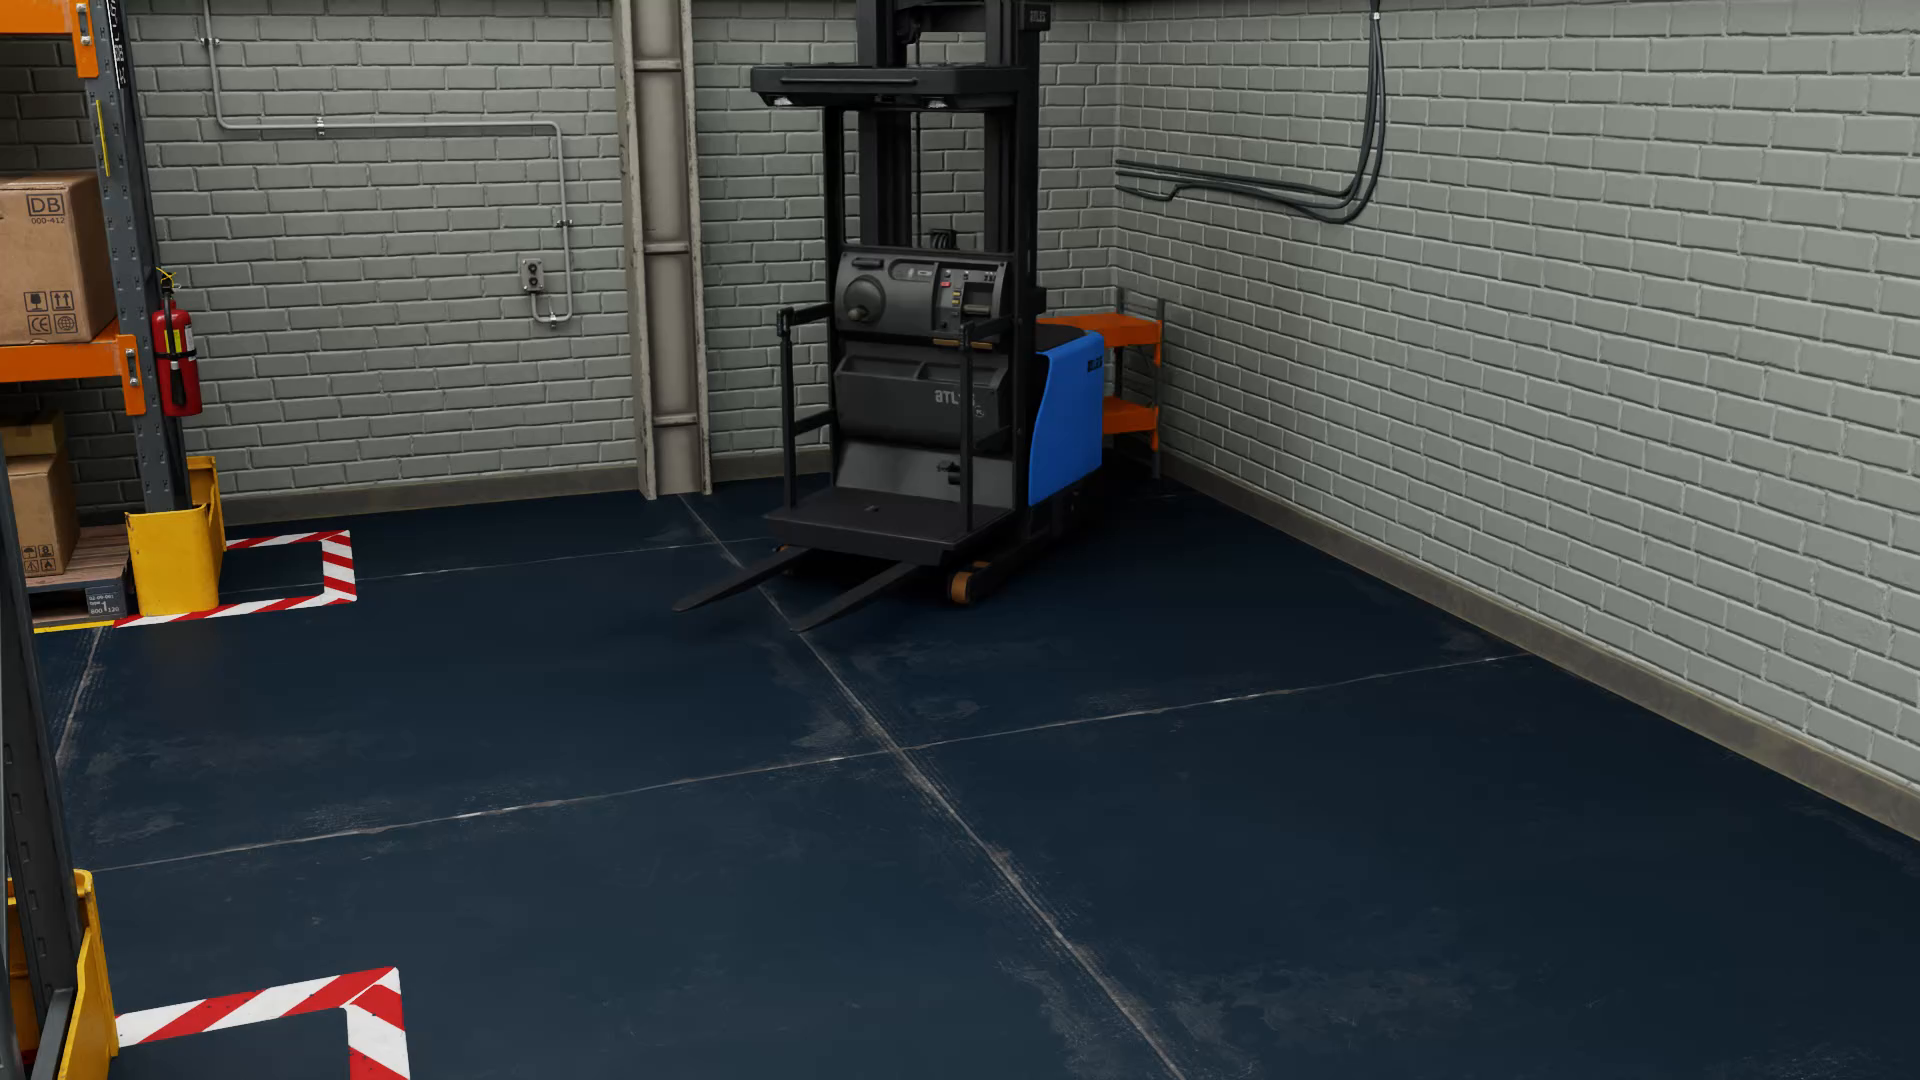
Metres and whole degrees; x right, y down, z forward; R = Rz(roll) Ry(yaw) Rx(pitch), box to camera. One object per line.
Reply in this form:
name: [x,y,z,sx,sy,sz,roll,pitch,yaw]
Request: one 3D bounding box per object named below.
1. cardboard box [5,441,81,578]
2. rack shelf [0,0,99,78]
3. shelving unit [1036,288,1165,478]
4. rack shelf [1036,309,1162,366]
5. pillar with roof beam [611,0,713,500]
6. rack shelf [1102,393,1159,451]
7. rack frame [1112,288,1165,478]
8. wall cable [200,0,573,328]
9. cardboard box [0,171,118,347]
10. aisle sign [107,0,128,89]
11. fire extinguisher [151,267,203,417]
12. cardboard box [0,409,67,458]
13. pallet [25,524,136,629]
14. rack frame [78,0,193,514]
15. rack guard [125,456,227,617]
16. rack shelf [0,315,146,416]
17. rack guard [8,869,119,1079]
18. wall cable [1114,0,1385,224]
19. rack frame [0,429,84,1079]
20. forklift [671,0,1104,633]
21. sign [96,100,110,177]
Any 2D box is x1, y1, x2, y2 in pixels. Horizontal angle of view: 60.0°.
cardboard box: [-4.562,-0.144,7.955,0.500,0.500,0.700,-6,17,-20]
rack shelf: [-5.811,-2.131,6.984,4.000,0.370,1.077,-6,17,-20]
shelving unit: [0.669,-0.924,10.248,1.048,1.125,0.538,-8,18,-26]
rack shelf: [0.669,-1.205,10.166,1.000,0.278,0.538,-8,18,-26]
pillar with roof beam: [-0.192,-3.484,4.992,0.400,9.000,9.100,-6,17,-20]
rack shelf: [0.669,-0.689,10.317,1.000,0.278,0.538,-8,18,-26]
rack frame: [1.121,-0.989,10.471,0.032,1.125,0.500,-8,18,-26]
wall cable: [-3.087,-2.104,9.136,1.851,1.984,0.084,-6,17,-20]
cardboard box: [-4.417,-1.328,7.766,0.700,0.700,0.980,-5,17,-18]
aisle sign: [-3.769,-2.414,7.382,0.004,0.787,0.394,-6,17,-20]
fire extinguisher: [-3.638,-0.916,7.694,0.183,0.674,0.296,-6,17,-20]
cardboard box: [-4.517,-0.520,8.086,0.250,0.149,0.380,-6,17,-20]
pallet: [-4.662,0.201,8.040,1.213,0.211,1.003,-6,17,-20]
rack frame: [-3.944,-1.239,7.992,0.127,3.000,1.000,-6,17,-20]
rack guard: [-3.921,-0.042,8.352,0.348,0.500,1.175,-6,17,-20]
rack shelf: [-5.811,-0.692,7.407,4.000,0.370,1.077,-6,17,-20]
rack guard: [-2.239,1.271,3.881,0.348,0.500,1.175,-6,17,-20]
wall cable: [1.465,-3.103,9.206,0.112,2.526,3.097,-6,17,-20]
rack frame: [-2.168,0.064,3.555,0.127,3.000,1.000,-6,17,-20]
forklift: [-0.293,-1.231,8.089,1.130,2.935,3.031,8,18,25]
sign: [-3.763,-1.764,7.305,0.005,0.325,0.100,-6,17,-20]
